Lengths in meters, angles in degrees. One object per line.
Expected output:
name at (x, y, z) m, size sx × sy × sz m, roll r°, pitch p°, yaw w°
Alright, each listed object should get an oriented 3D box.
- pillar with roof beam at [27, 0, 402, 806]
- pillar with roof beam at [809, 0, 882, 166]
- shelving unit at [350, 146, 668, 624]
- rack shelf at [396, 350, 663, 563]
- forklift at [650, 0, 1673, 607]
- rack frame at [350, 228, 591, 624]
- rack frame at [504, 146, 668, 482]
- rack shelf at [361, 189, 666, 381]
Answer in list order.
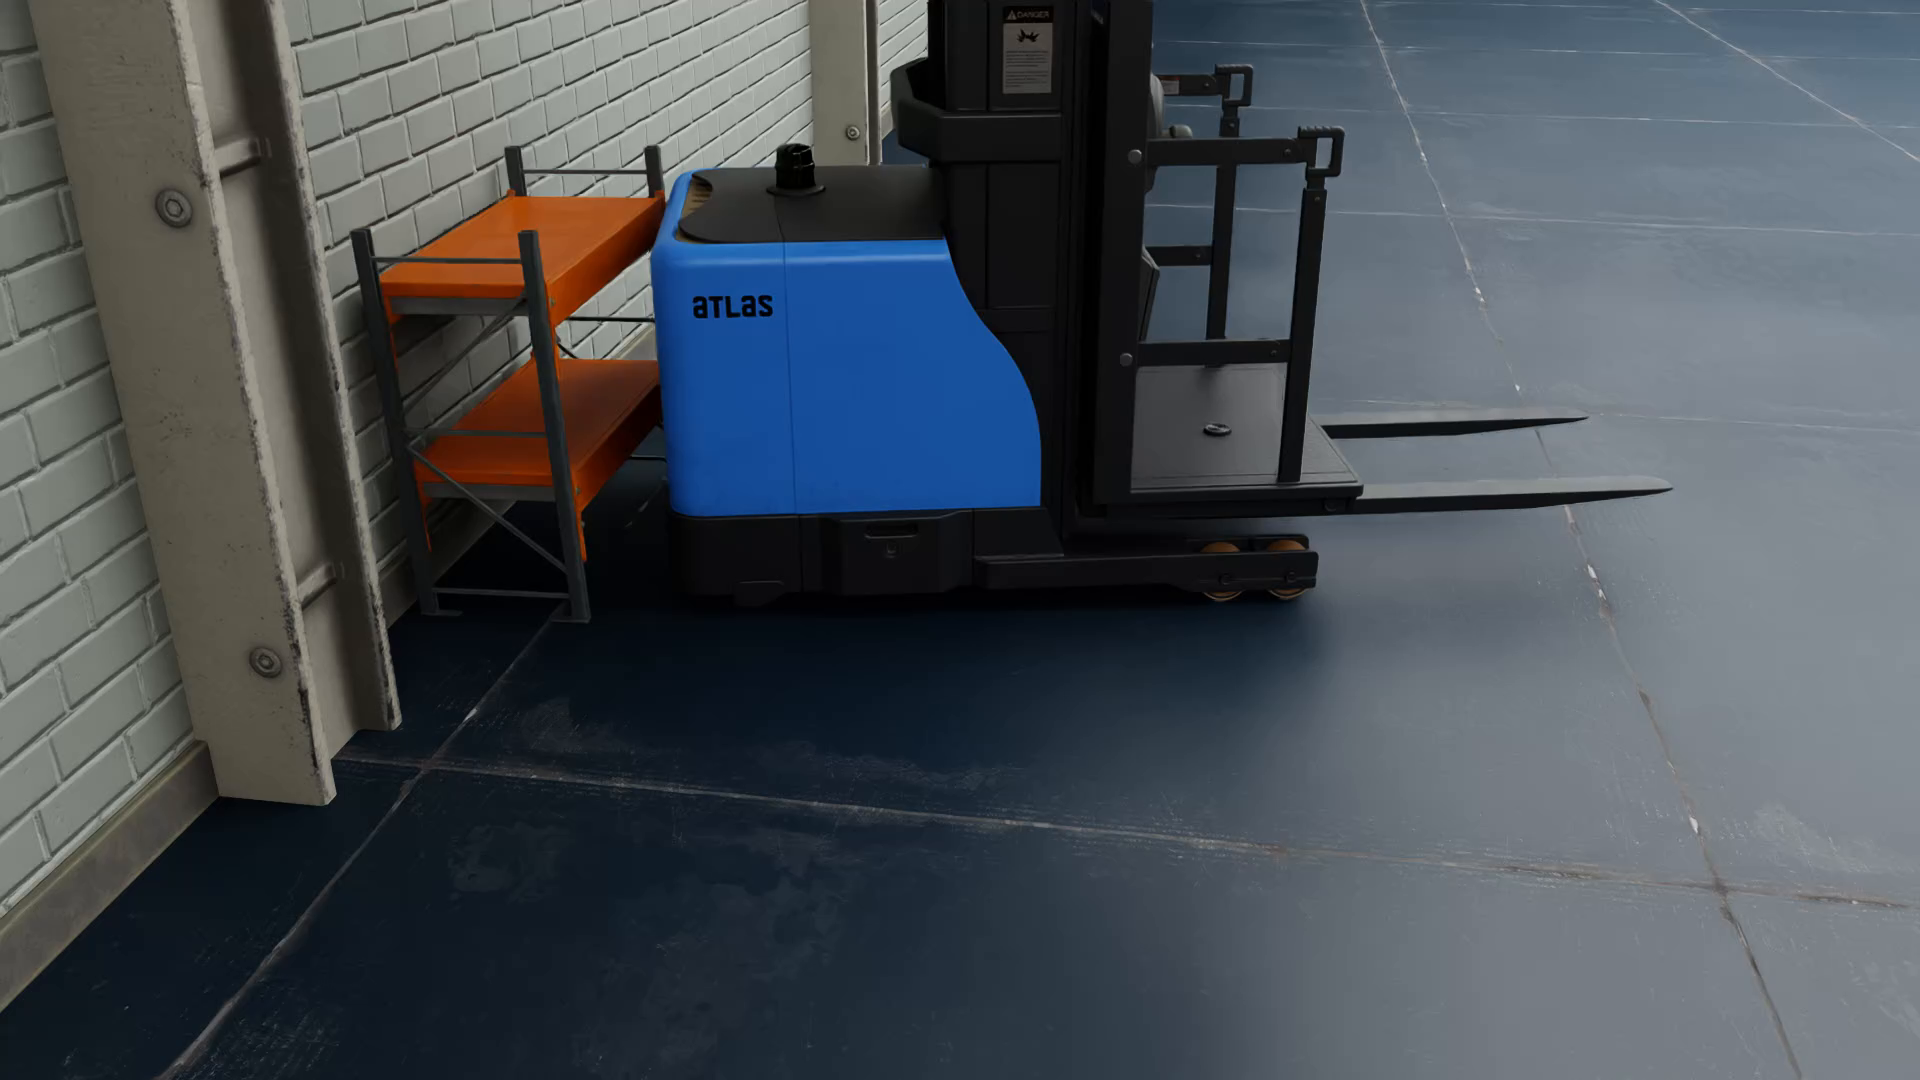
pillar with roof beam at (2.635, -3.245, 1.567) m, size 9.100 × 9.000 × 0.400 m, roll 4°, pitch 25°, yaw 9°
pillar with roof beam at (3.616, -5.754, 6.928) m, size 9.100 × 9.000 × 0.400 m, roll 4°, pitch 25°, yaw 9°
shelving unit at (-1.241, -0.504, 4.977) m, size 0.538 × 1.125 × 1.048 m, roll 2°, pitch 25°, yaw 8°
rack shelf at (-1.234, -0.282, 5.081) m, size 0.538 × 0.278 × 1.000 m, roll 2°, pitch 25°, yaw 8°
forklift at (0.638, -1.373, 4.726) m, size 3.031 × 2.935 × 1.130 m, roll -2°, pitch 25°, yaw -4°
rack frame at (-1.316, -0.288, 4.523) m, size 0.500 × 1.125 × 0.032 m, roll 2°, pitch 25°, yaw 8°
rack frame at (-1.166, -0.719, 5.432) m, size 0.500 × 1.125 × 0.032 m, roll 2°, pitch 25°, yaw 8°
rack shelf at (-1.249, -0.768, 4.853) m, size 0.538 × 0.278 × 1.000 m, roll 2°, pitch 25°, yaw 8°
